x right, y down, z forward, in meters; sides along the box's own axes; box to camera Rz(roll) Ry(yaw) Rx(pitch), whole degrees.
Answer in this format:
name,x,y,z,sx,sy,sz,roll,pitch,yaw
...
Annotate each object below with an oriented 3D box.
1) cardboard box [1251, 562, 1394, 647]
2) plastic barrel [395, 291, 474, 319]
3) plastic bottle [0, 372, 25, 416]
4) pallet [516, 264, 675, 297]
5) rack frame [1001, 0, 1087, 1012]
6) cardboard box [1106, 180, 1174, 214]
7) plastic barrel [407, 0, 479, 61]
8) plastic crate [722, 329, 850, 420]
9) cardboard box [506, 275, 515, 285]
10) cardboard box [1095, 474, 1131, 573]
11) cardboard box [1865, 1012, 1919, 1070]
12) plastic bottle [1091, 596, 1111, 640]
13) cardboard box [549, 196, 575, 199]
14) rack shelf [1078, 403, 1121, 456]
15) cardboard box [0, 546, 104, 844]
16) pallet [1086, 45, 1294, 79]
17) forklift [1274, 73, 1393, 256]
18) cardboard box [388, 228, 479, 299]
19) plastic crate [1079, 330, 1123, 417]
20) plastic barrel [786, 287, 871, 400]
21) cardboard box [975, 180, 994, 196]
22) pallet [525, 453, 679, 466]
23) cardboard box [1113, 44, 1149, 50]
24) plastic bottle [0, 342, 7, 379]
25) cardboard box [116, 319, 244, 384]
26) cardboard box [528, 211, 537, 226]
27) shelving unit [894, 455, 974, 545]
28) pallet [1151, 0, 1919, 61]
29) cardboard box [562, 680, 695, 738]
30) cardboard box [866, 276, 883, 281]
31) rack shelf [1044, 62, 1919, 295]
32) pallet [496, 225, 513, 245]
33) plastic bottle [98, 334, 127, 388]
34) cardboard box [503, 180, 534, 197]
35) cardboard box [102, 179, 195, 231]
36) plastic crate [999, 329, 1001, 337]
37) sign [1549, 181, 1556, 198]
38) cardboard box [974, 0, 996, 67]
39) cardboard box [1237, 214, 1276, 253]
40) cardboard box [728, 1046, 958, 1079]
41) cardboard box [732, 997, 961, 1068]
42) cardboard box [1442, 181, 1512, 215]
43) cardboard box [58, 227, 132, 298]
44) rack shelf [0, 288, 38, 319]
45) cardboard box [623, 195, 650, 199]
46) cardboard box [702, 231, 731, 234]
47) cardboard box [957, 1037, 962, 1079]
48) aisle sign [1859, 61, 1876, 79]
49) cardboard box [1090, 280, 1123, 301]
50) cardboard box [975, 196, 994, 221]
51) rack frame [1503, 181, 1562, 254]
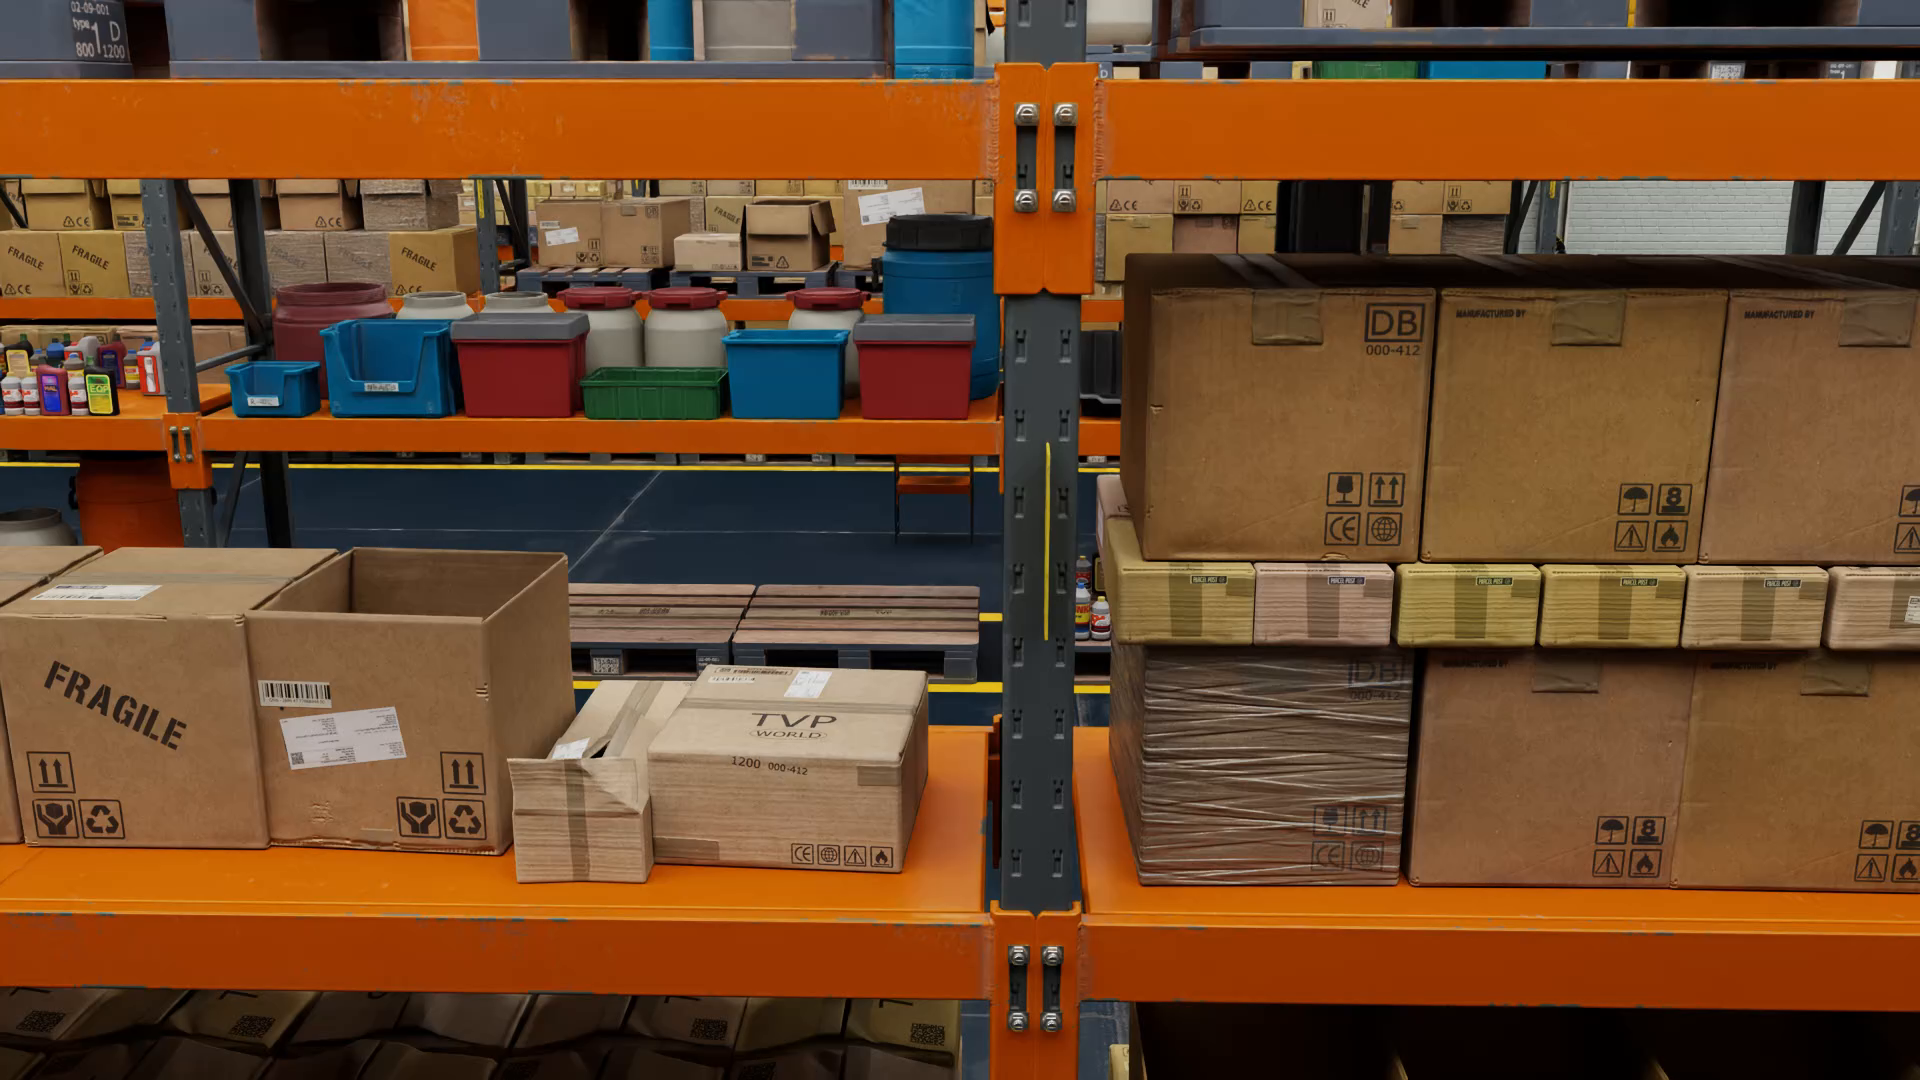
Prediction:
name,x,y,z,sx,sy,sz,roll,pitch,yaw
cardboard box,0.667,0.077,3.202,0.250,0.149,0.380,1,15,2
plastic barrel,-2.682,-1.005,8.551,0.421,0.512,0.421,0,15,0
plastic bottle,-4.574,-0.709,8.036,0.097,0.201,0.097,0,15,0
pallet,-2.875,-2.096,13.281,1.003,0.211,1.213,0,15,1
rack frame,0.152,0.387,3.494,0.053,2.616,0.949,0,15,1
cardboard box,1.352,-2.745,12.627,0.500,0.500,0.500,0,15,1
plastic barrel,-2.247,-2.496,7.700,0.708,0.830,0.600,0,15,1
plastic crate,-0.828,-0.797,8.014,0.575,0.384,0.392,0,15,1
cardboard box,-4.557,-2.726,17.898,0.500,0.250,0.500,1,15,2
cardboard box,0.430,-0.029,3.602,0.250,0.149,0.380,0,15,1
cardboard box,2.107,1.242,3.350,0.500,0.500,0.500,0,15,1
plastic bottle,0.691,0.378,8.152,0.097,0.201,0.097,0,15,0
cardboard box,-4.134,-3.545,17.481,0.250,0.149,0.380,1,15,4
rack shelf,2.282,-0.516,8.328,4.000,0.370,1.077,0,15,1
cardboard box,-2.169,0.318,3.558,0.500,0.500,0.500,0,15,-2
pallet,1.006,-2.257,8.003,1.003,0.211,1.213,0,15,1
forklift,2.744,-1.425,10.496,3.031,2.935,1.130,0,15,0
cardboard box,-4.089,-2.155,12.932,0.500,0.500,0.500,1,15,3
plastic crate,0.803,-0.811,8.157,0.504,0.338,0.767,0,15,1
plastic barrel,-0.668,-1.005,8.504,0.433,0.535,0.433,0,15,0
cardboard box,0.140,-3.938,17.731,0.500,0.500,0.700,0,15,0
pallet,-2.809,-0.813,13.507,1.213,0.211,1.003,0,15,1
cardboard box,1.266,-3.639,12.384,0.250,0.149,0.380,0,15,2
plastic bottle,-5.082,-0.940,8.773,0.097,0.271,0.097,0,15,0
cardboard box,-6.055,-1.364,13.470,0.875,0.875,1.225,0,15,-1
cardboard box,-4.372,-3.402,17.524,0.250,0.149,0.380,1,15,2
shelving unit,-0.165,-0.581,10.691,0.503,1.200,0.258,0,15,1
pallet,1.006,-1.023,3.130,1.213,0.211,1.003,0,15,1
cardboard box,-0.728,0.449,3.749,0.250,0.149,0.380,0,15,1
cardboard box,-0.950,-2.508,18.054,0.750,0.750,1.050,0,15,1
rack shelf,2.152,-0.704,3.157,4.000,0.370,1.077,0,15,1
pallet,-5.342,-3.340,17.997,1.213,0.211,1.003,0,15,1
plastic bottle,-4.468,-0.946,8.774,0.133,0.283,0.061,0,15,1
cardboard box,-4.644,-3.691,17.453,0.250,0.149,0.380,1,15,3
cardboard box,-6.264,-2.716,13.094,0.637,0.503,0.797,1,15,2
plastic crate,0.844,-2.406,19.478,0.662,0.188,0.450,9,27,30
sign,4.373,-2.686,12.250,0.005,0.325,0.100,0,15,1
cardboard box,-0.058,-3.872,12.731,0.637,0.503,0.797,0,15,-1
cardboard box,2.357,-2.310,12.938,0.500,0.500,0.875,0,15,1
cardboard box,-0.260,1.312,3.456,0.500,0.311,0.500,0,15,1
cardboard box,-0.255,1.175,3.974,0.500,0.311,0.500,0,15,2
cardboard box,3.852,-2.731,12.570,0.500,0.500,0.500,0,15,1
cardboard box,-6.632,-2.171,12.993,0.500,0.500,0.500,0,15,2
rack shelf,-9.588,-1.858,13.412,4.000,0.370,1.077,0,15,1
cardboard box,-4.360,-4.558,22.529,0.500,0.250,0.500,1,15,2
cardboard box,-1.916,-2.363,13.355,0.258,0.266,0.396,0,15,0
cardboard box,-0.245,1.447,4.044,0.500,0.250,0.500,0,15,0
aisle sign,4.361,-2.182,8.136,0.004,0.787,0.394,0,15,1
cardboard box,1.116,-1.941,12.811,0.250,0.149,0.380,0,15,1
cardboard box,0.108,-3.388,17.606,0.500,0.500,0.500,0,15,1
rack frame,4.408,-2.114,12.974,0.127,3.000,1.000,0,15,1
